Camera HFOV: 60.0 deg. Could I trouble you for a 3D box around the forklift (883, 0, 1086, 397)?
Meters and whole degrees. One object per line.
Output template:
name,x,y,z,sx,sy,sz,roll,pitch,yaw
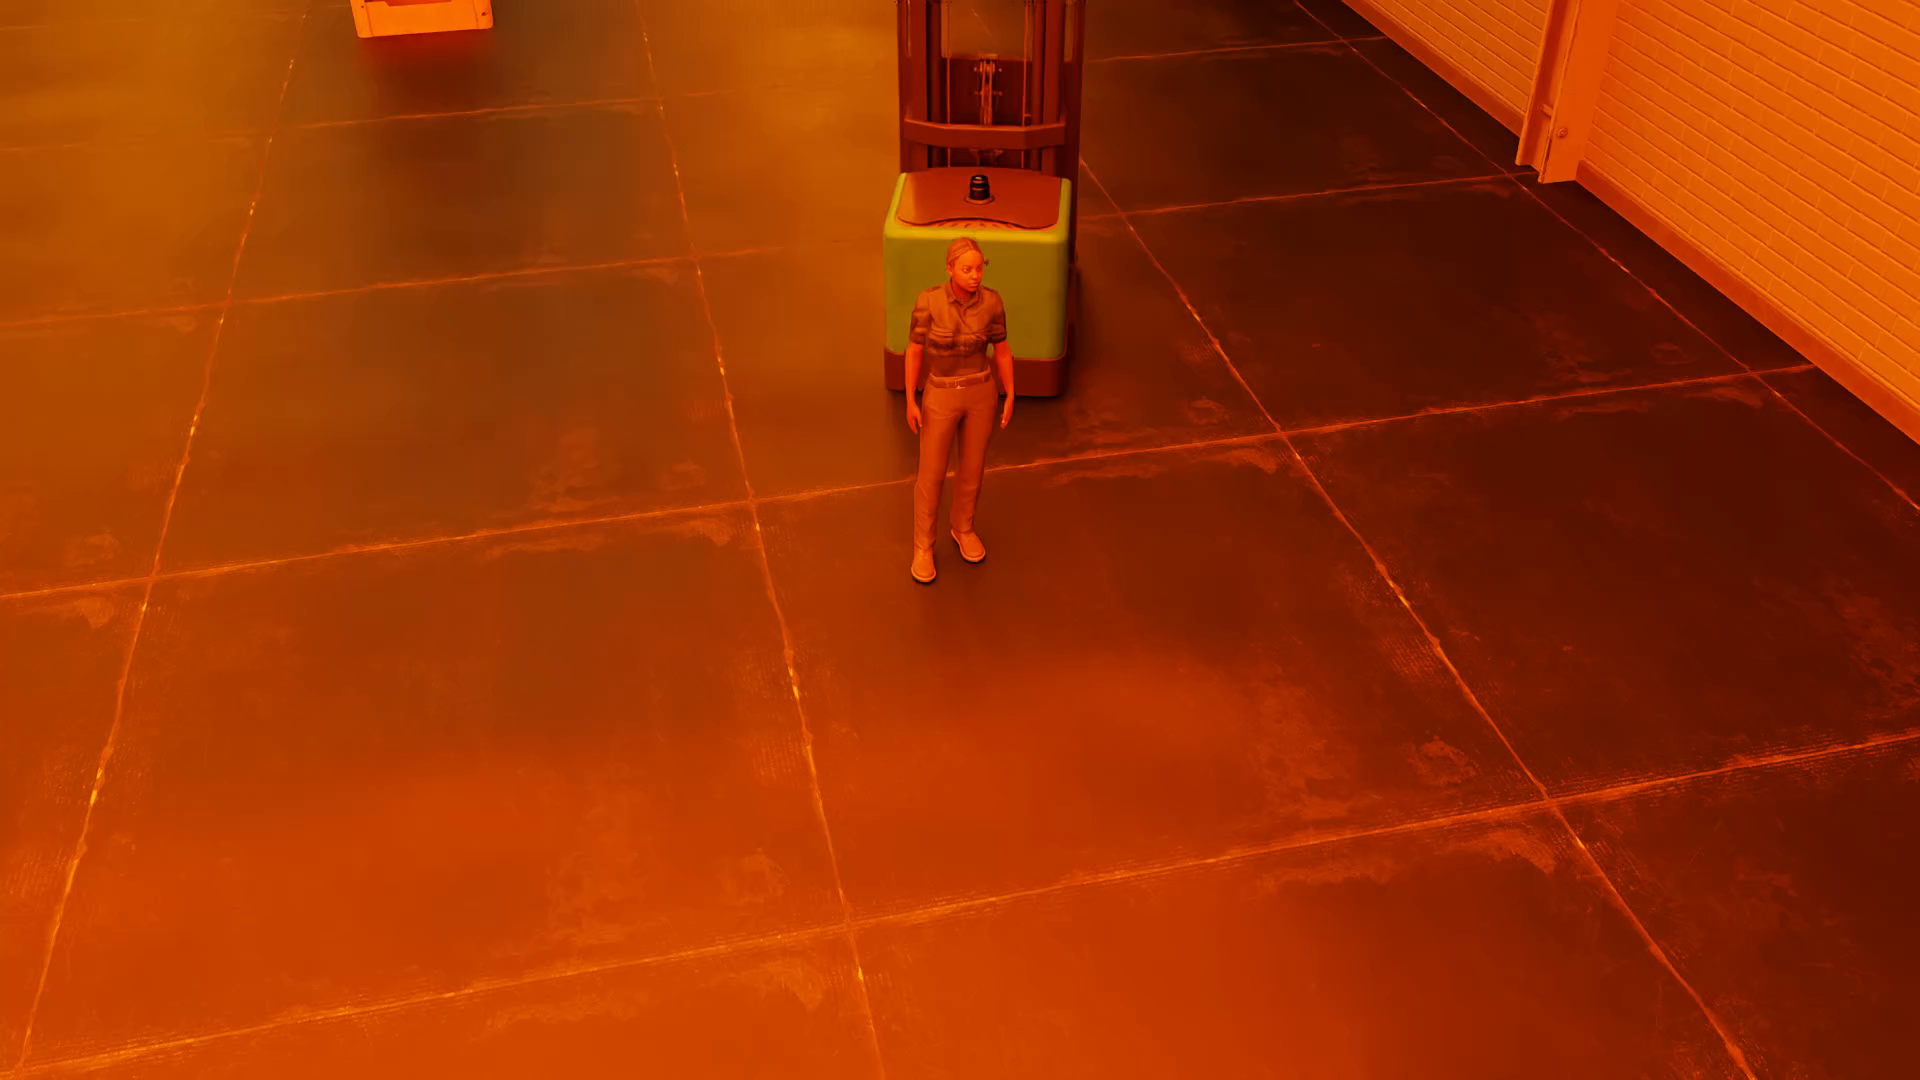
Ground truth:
forklift,0.200,-2.858,10.021,1.130,2.935,3.031,3,36,4

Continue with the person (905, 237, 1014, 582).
person,0.000,-0.625,7.999,0.569,1.656,0.503,-8,36,-11
